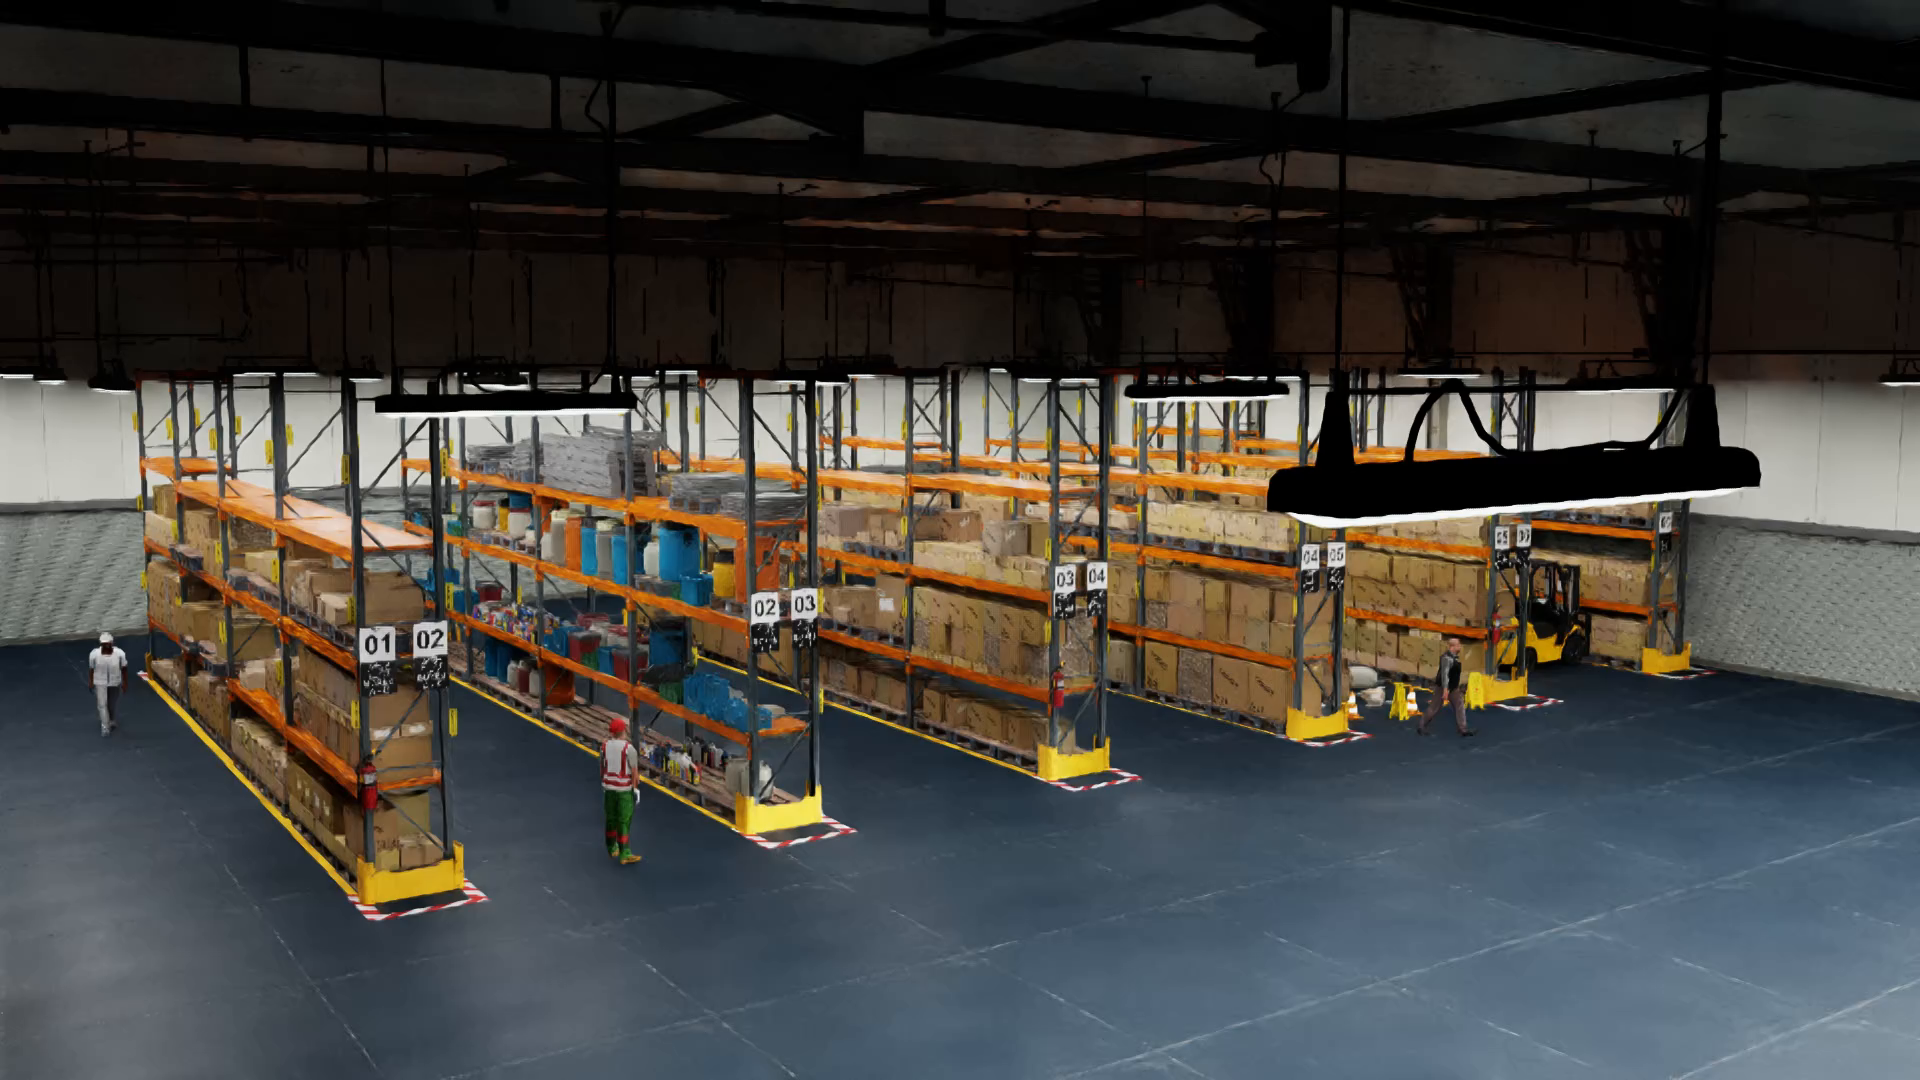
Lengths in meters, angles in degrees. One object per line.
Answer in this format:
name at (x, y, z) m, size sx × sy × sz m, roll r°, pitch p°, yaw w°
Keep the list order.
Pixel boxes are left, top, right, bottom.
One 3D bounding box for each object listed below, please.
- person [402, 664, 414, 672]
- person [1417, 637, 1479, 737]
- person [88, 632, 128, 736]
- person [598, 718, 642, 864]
person at (-9.652, 2.201, 28.848) m, size 0.609 × 1.763 × 0.457 m, roll 4°, pitch 7°, yaw 29°
person at (8.043, 2.398, 27.382) m, size 0.953 × 1.633 × 0.577 m, roll 4°, pitch 8°, yaw 33°
person at (-14.161, 2.362, 27.677) m, size 0.575 × 1.689 × 1.128 m, roll -5°, pitch 8°, yaw -36°
person at (-4.220, 3.090, 20.728) m, size 0.605 × 1.789 × 0.446 m, roll 3°, pitch 7°, yaw 26°
